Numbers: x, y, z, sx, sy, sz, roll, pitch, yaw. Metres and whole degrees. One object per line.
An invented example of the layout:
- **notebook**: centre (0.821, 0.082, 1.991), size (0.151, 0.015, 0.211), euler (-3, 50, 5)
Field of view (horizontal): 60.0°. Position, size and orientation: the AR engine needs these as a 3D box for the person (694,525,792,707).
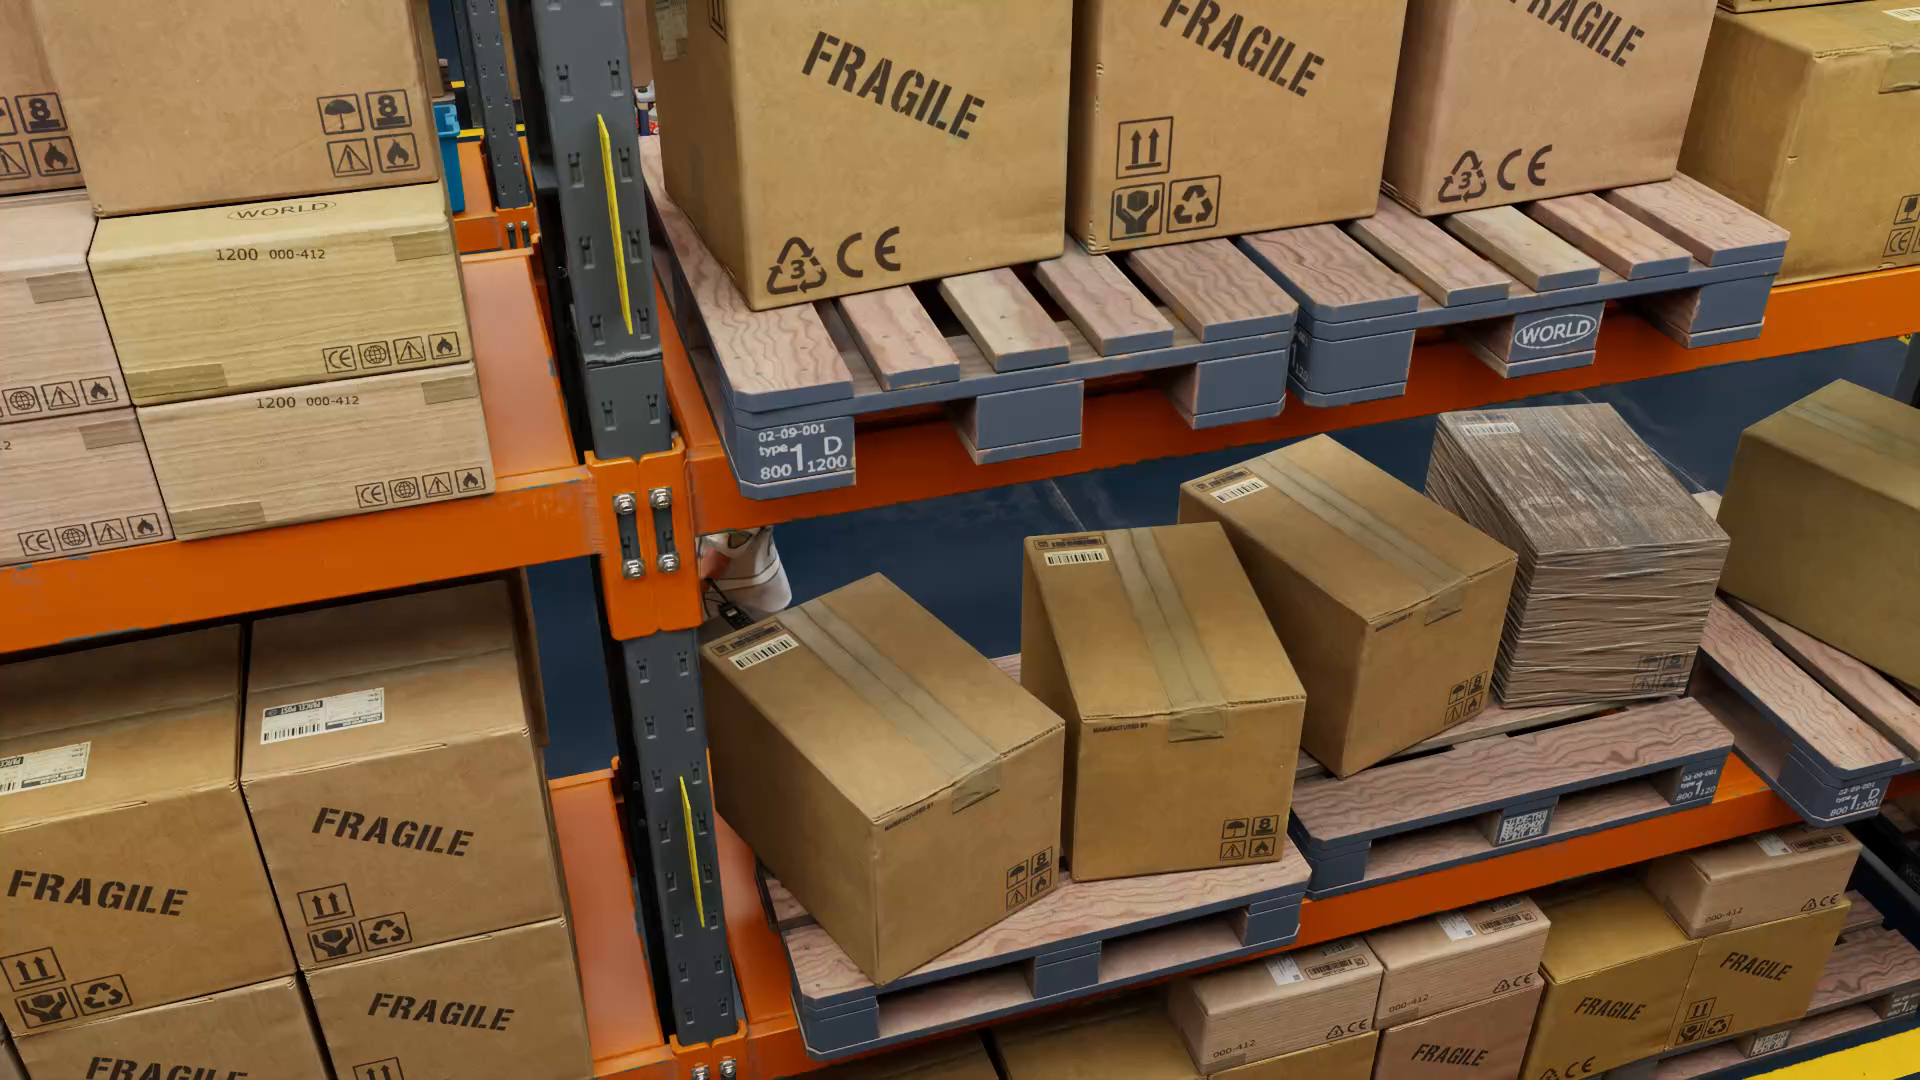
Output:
- **person**: centre (-0.875, 0.218, 5.799), size (0.565, 1.762, 0.494), euler (-9, 35, -14)
